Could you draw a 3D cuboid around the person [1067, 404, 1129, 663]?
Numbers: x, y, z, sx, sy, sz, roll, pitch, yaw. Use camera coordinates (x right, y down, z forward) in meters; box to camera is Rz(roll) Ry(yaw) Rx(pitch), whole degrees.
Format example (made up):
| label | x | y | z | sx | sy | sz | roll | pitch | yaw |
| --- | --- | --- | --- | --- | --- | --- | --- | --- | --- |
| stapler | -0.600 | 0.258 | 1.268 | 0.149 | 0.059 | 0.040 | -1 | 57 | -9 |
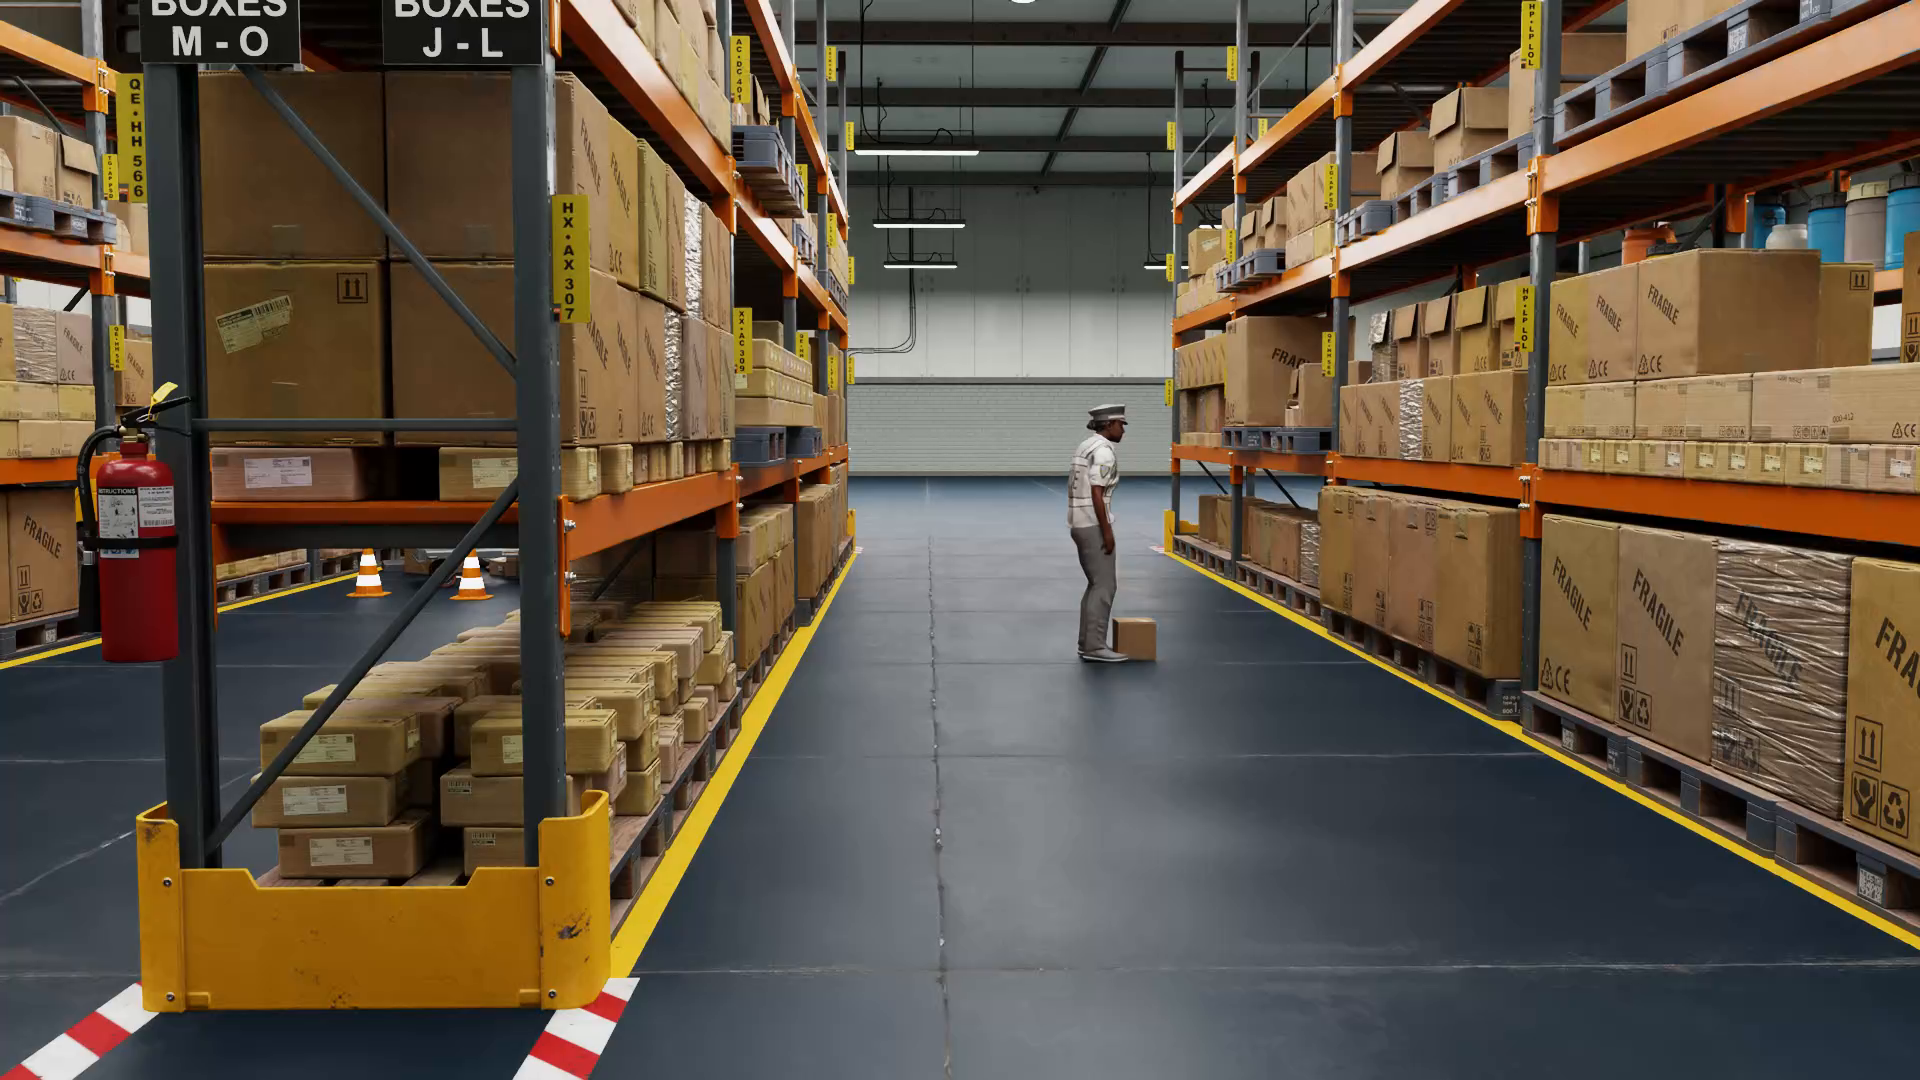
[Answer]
| label | x | y | z | sx | sy | sz | roll | pitch | yaw |
| --- | --- | --- | --- | --- | --- | --- | --- | --- | --- |
| person | 0.902 | -0.055 | 10.817 | 0.397 | 1.659 | 0.528 | 0 | 4 | -5 |
